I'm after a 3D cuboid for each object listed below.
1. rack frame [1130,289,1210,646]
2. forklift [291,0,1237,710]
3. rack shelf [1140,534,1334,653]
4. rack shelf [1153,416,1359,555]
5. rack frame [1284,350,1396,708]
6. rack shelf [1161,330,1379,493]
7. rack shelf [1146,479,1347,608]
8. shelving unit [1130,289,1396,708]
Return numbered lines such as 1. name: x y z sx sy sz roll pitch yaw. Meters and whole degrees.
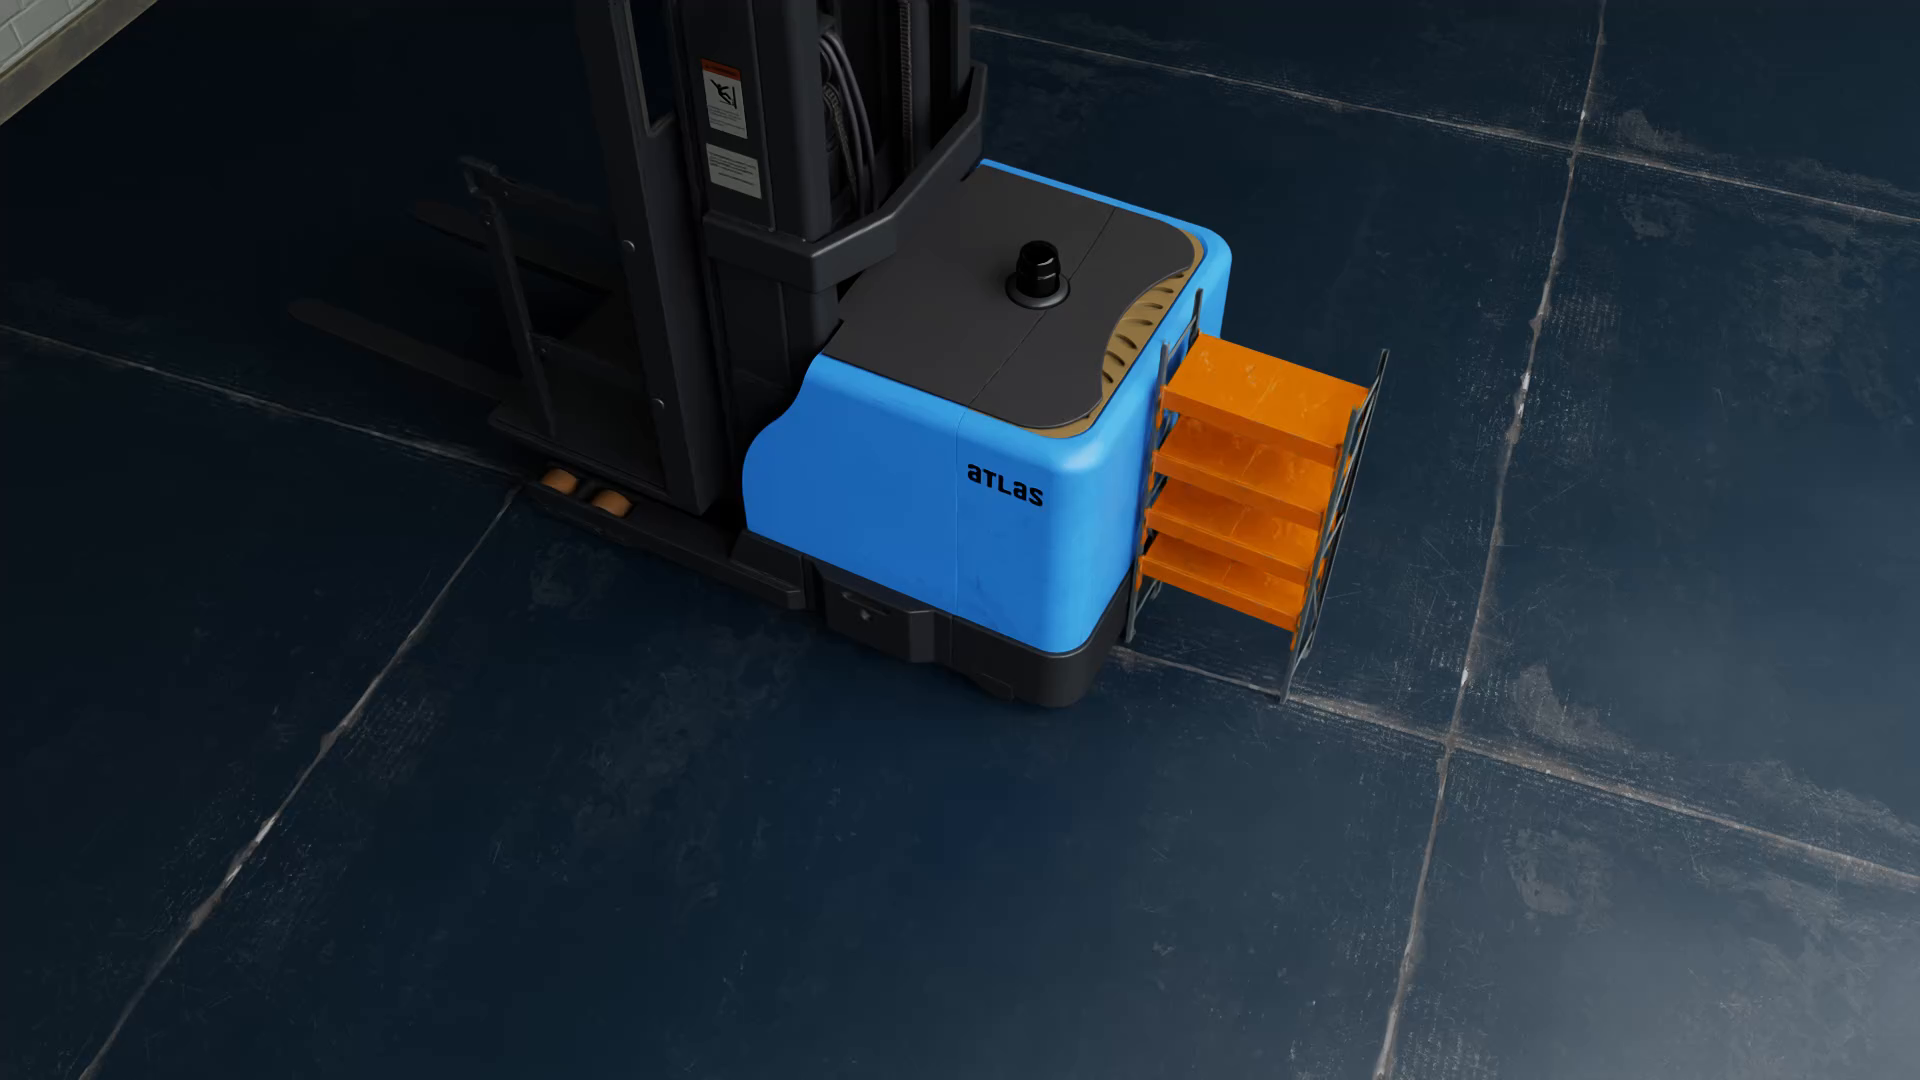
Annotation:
1. rack frame: 0.571 -0.159 4.594 0.015 1.200 0.240 22 52 18
2. forklift: -0.771 -1.281 4.421 3.031 2.935 1.130 22 52 18
3. rack shelf: 0.787 0.100 4.721 0.480 0.148 0.258 22 52 18
4. rack shelf: 0.787 -0.176 4.402 0.480 0.148 0.258 22 52 18
5. rack frame: 1.004 0.012 4.446 0.015 1.200 0.240 22 52 18
6. rack shelf: 0.787 -0.331 4.223 0.480 0.148 0.258 22 52 18
7. rack shelf: 0.787 -0.030 4.571 0.480 0.148 0.258 22 52 18
8. shelving unit: 0.787 -0.074 4.520 0.503 1.200 0.258 22 52 18
